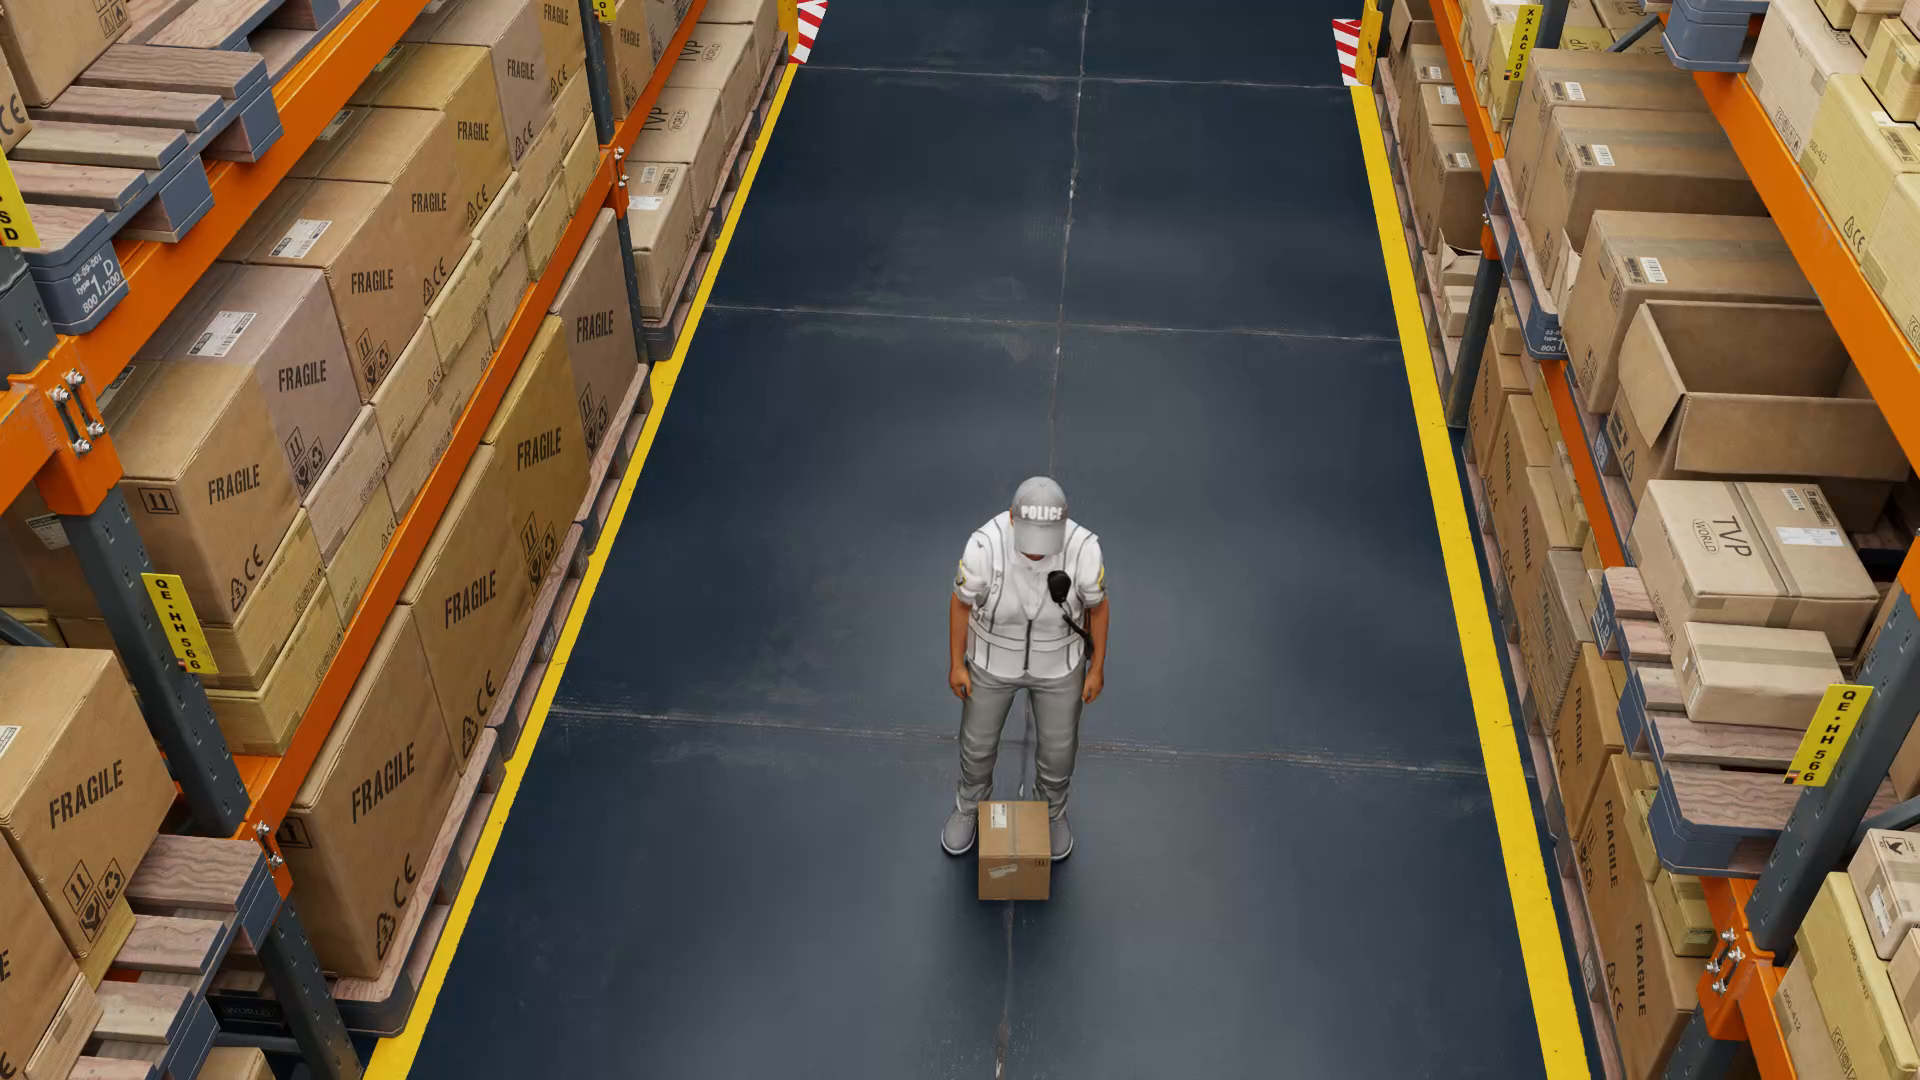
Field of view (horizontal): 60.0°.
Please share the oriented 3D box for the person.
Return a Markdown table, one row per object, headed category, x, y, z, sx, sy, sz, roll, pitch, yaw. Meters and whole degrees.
| category | x | y | z | sx | sy | sz | roll | pitch | yaw |
| --- | --- | --- | --- | --- | --- | --- | --- | --- | --- |
| person | 0.215 | 0.429 | 5.645 | 0.560 | 1.667 | 0.466 | 2 | 40 | 2 |
